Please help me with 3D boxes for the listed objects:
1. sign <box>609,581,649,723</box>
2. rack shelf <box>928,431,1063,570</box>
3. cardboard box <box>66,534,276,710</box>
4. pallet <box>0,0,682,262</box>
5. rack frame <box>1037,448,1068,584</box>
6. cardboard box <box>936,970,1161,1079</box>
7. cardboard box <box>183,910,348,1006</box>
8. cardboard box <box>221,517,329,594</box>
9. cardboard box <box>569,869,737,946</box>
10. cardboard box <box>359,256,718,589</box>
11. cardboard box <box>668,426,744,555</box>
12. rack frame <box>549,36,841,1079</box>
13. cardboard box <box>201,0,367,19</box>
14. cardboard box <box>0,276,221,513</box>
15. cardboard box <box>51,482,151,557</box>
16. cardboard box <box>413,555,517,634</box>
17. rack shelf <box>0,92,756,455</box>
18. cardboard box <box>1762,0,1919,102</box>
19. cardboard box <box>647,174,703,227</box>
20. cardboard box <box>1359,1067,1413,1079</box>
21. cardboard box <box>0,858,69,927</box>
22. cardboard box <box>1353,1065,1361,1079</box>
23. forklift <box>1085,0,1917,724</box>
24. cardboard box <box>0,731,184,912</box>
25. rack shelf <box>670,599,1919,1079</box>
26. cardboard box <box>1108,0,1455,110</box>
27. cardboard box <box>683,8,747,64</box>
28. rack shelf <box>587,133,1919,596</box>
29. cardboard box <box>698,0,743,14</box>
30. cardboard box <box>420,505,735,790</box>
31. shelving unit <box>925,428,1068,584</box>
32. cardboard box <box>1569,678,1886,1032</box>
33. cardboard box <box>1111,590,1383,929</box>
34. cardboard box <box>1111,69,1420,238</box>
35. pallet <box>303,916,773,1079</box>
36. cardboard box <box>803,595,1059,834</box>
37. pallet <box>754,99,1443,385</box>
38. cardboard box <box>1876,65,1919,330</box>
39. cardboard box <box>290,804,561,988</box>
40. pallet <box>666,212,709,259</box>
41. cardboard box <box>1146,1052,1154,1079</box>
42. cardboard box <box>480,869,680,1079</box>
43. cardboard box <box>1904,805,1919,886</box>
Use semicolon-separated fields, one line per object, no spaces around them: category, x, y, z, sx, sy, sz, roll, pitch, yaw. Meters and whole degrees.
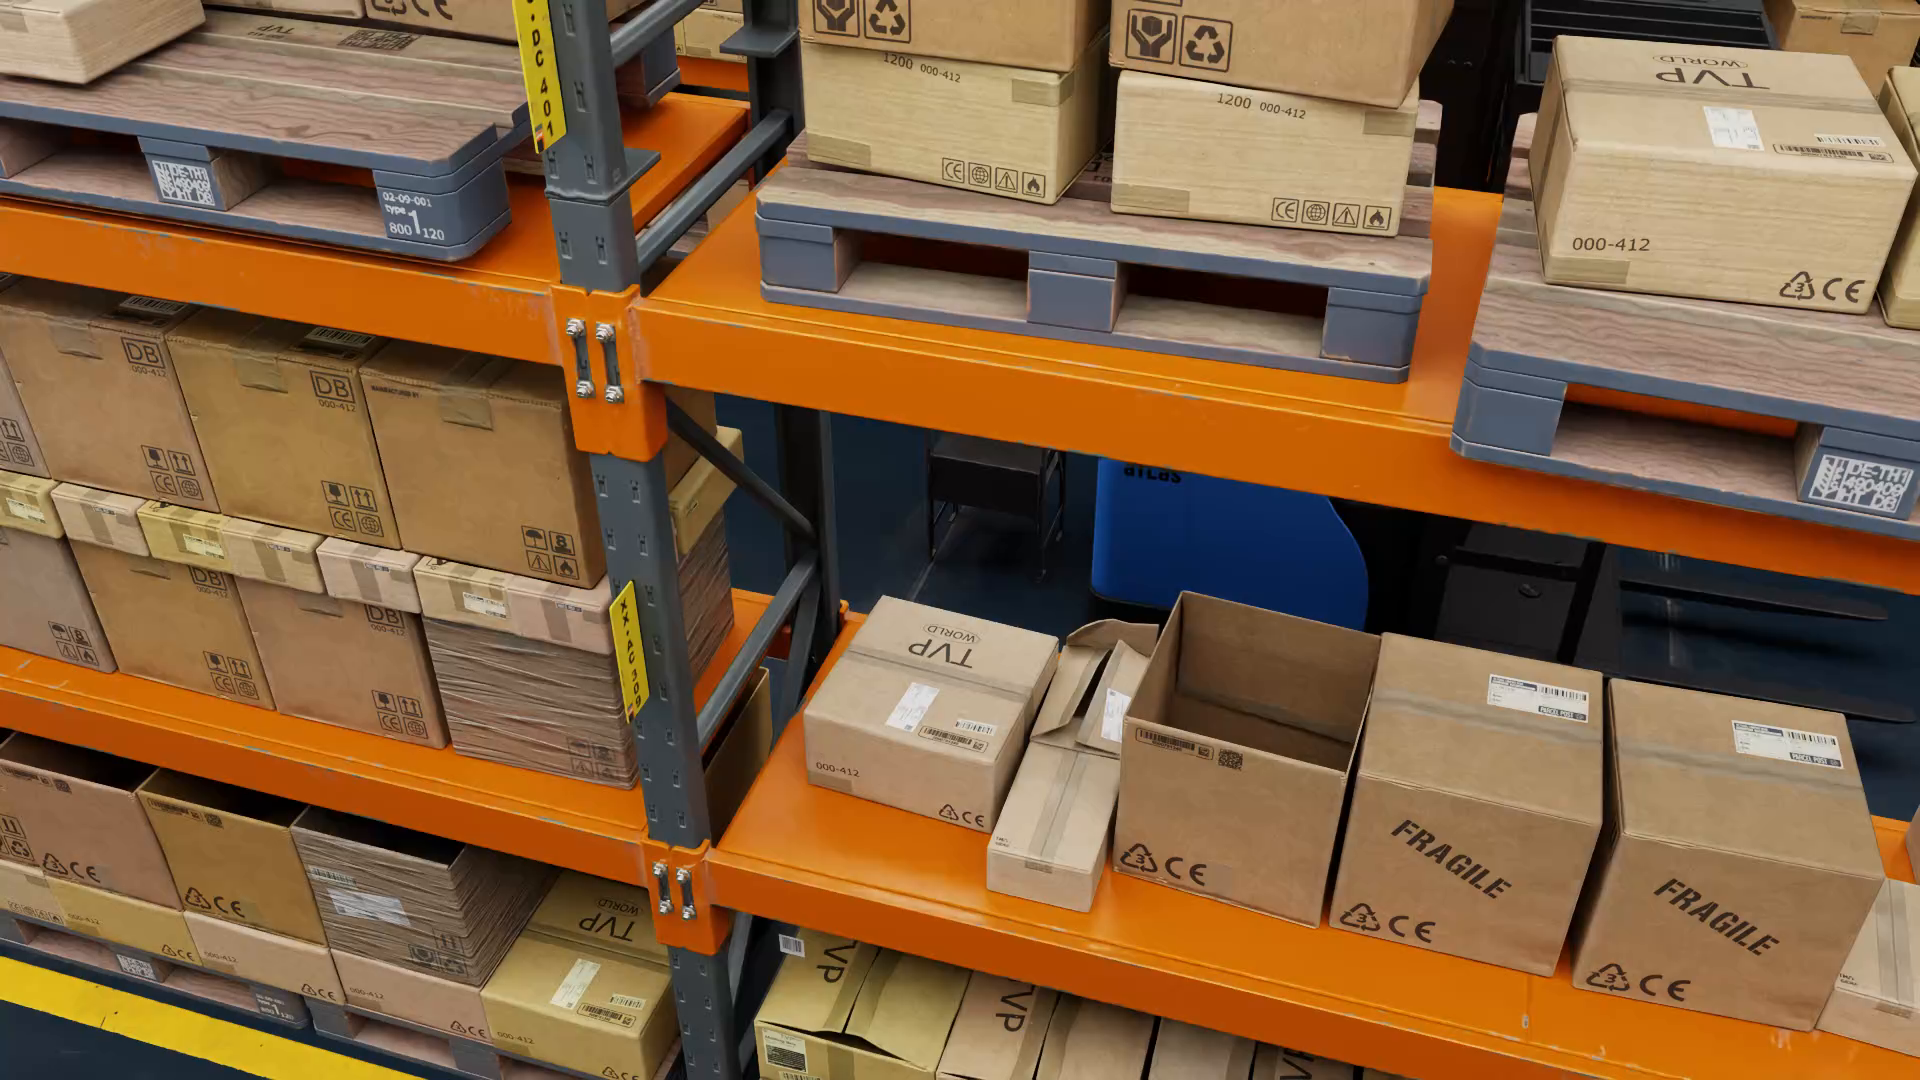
sign;-0.712;0.245;3.589;0.005;0.325;0.100;10;38;14
rack shelf;0.158;-0.242;7.011;0.480;0.518;0.431;10;38;14
cardboard box;-1.957;0.016;4.614;0.500;0.500;0.700;11;38;15
pallet;-1.370;-0.997;3.619;1.213;0.211;1.003;10;38;14
rack frame;0.391;-0.773;6.529;0.015;2.100;0.400;10;38;14
cardboard box;0.248;1.329;4.406;0.500;0.311;0.500;10;38;13
cardboard box;-2.012;1.117;5.167;0.500;0.250;0.500;10;38;14
cardboard box;-1.609;-0.053;4.159;0.250;0.149;0.380;10;38;14
cardboard box;-0.900;0.996;5.332;0.500;0.250;0.500;10;38;14
cardboard box;-0.974;-0.326;3.984;0.500;0.500;0.700;11;38;14
cardboard box;-0.747;-0.147;4.288;0.250;0.149;0.380;10;38;14
rack frame;-0.548;0.311;4.297;0.127;3.000;1.000;10;38;14
cardboard box;-1.466;-1.420;3.721;0.500;0.311;0.500;9;37;11
cardboard box;-1.934;-0.504;4.225;0.500;0.500;0.700;10;38;14
cardboard box;-2.083;-0.142;4.281;0.250;0.149;0.380;12;38;15
cardboard box;-1.107;0.038;4.036;0.250;0.149;0.380;10;37;13
rack shelf;-2.457;-0.961;4.101;4.000;0.370;1.077;10;38;14
cardboard box;3.750;-2.163;7.203;0.500;0.500;0.700;7;37;10
cardboard box;-1.715;-2.020;9.361;0.500;0.311;0.500;14;38;18
cardboard box;1.240;1.509;4.162;0.500;0.311;0.500;12;38;15
cardboard box;-2.965;0.938;5.410;0.500;0.250;0.500;10;38;14
cardboard box;1.390;1.430;4.742;0.500;0.250;0.500;11;38;15
forklift;2.074;-0.775;5.831;3.031;2.935;1.130;9;37;12
cardboard box;-2.490;0.728;5.063;0.500;0.500;0.500;10;38;14
rack shelf;1.361;0.955;4.030;4.000;0.370;1.077;10;38;14
cardboard box;0.579;-1.089;2.808;0.500;0.500;0.500;14;39;18
cardboard box;-1.055;-2.613;8.380;0.500;0.250;0.500;11;38;14
rack shelf;1.361;-0.254;3.140;4.000;0.370;1.077;10;38;14
cardboard box;-1.070;-2.922;8.167;0.500;0.500;0.500;12;38;15
cardboard box;-0.974;0.196;4.369;0.500;0.500;0.700;10;37;13
shelving unit;0.158;-0.816;6.588;0.503;2.100;0.431;10;38;14
cardboard box;1.663;0.691;3.697;0.500;0.500;0.500;9;37;11
cardboard box;0.683;0.509;3.943;0.500;0.500;0.500;13;38;17
cardboard box;0.562;-0.796;3.042;0.500;0.250;0.500;7;37;9
pallet;-1.295;1.270;5.346;1.213;0.211;1.003;10;38;14
cardboard box;-0.065;0.434;4.256;0.500;0.250;0.500;13;38;17
pallet;0.298;-0.671;3.262;1.217;0.209;0.805;9;37;12
cardboard box;1.772;-0.537;2.691;0.500;0.250;0.500;10;37;13
cardboard box;-1.530;0.894;4.837;0.500;0.500;0.500;10;38;14
pallet;-0.894;-1.682;9.358;1.213;0.211;1.003;10;38;14
cardboard box;0.251;1.552;4.576;0.500;0.250;0.500;11;38;15
cardboard box;-1.056;1.291;4.931;0.500;0.250;0.500;10;38;14
cardboard box;2.474;0.787;3.726;0.500;0.311;0.500;10;38;13
